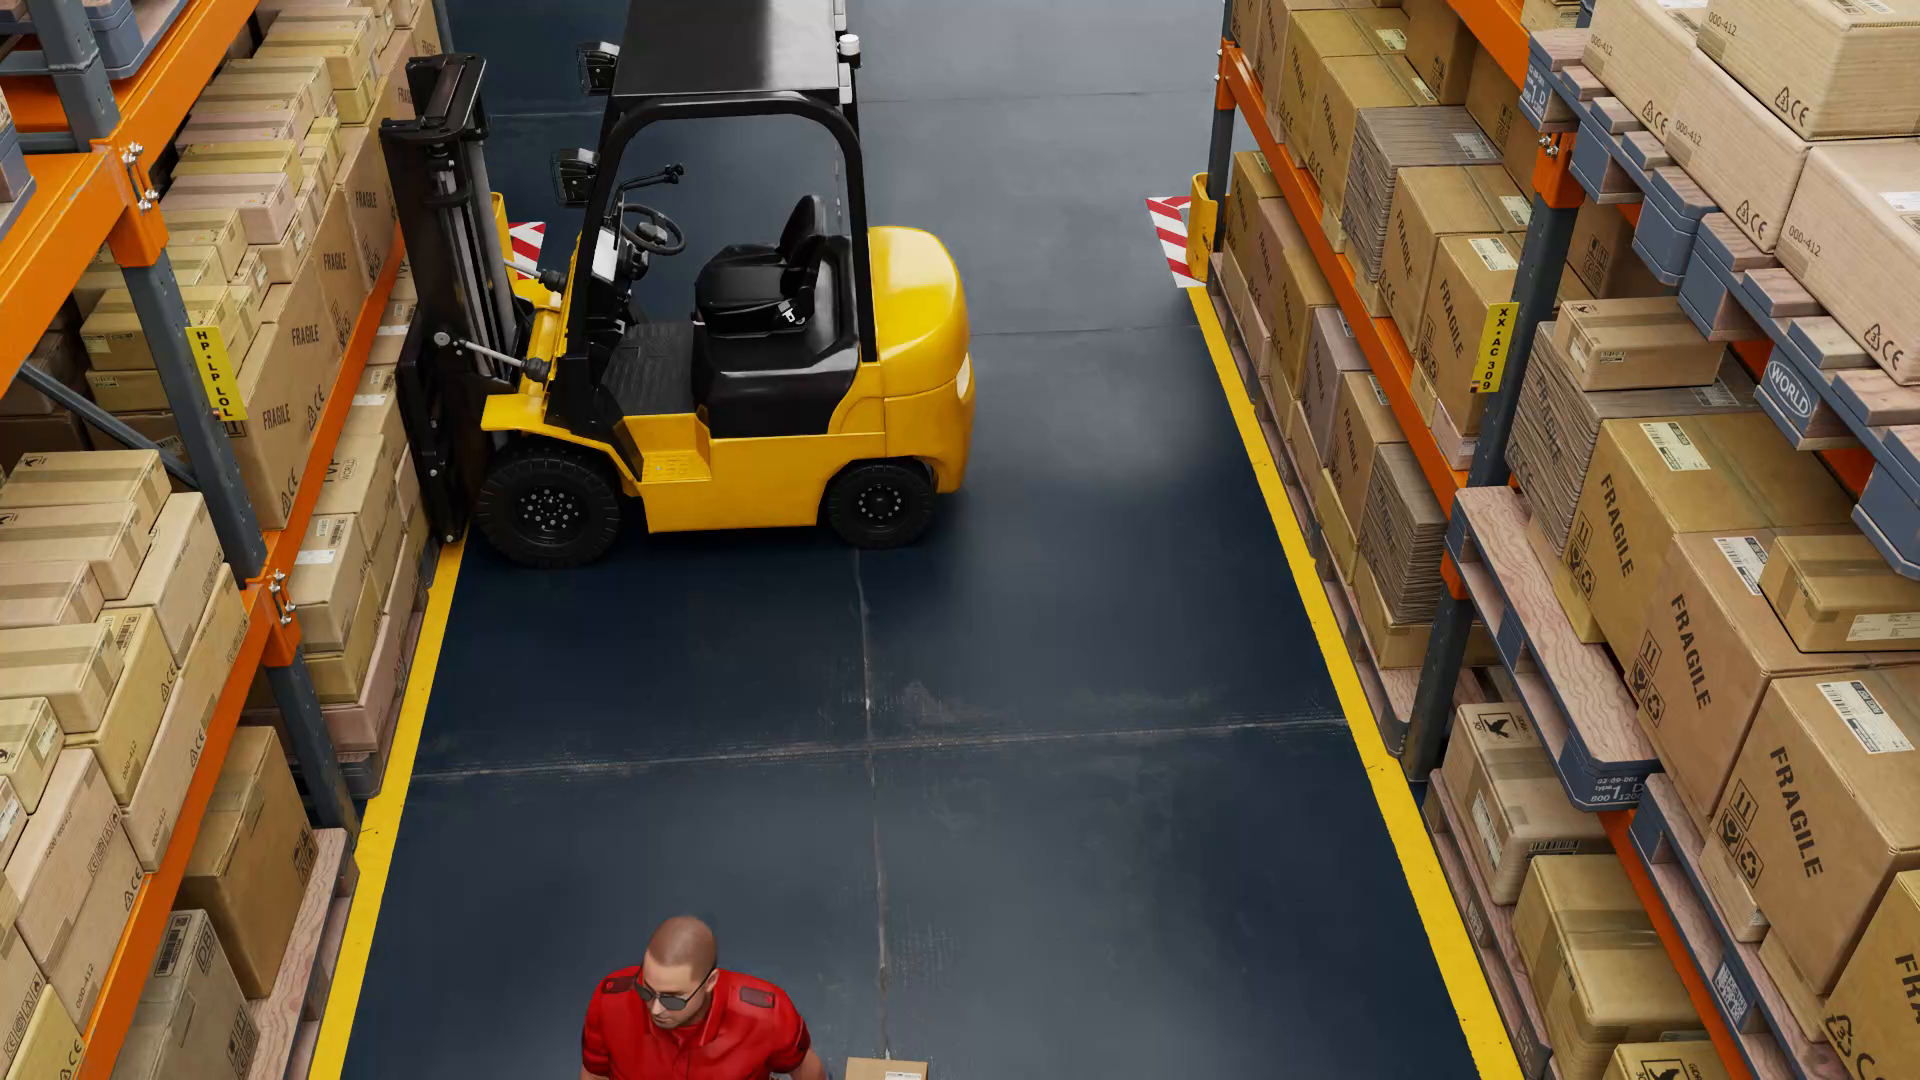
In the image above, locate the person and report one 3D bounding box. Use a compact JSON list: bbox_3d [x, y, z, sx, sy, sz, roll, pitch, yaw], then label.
[{"bbox_3d":[-0.638,1.488,4.336,0.585,1.655,1.053,8,40,10],"label":"person"}]
